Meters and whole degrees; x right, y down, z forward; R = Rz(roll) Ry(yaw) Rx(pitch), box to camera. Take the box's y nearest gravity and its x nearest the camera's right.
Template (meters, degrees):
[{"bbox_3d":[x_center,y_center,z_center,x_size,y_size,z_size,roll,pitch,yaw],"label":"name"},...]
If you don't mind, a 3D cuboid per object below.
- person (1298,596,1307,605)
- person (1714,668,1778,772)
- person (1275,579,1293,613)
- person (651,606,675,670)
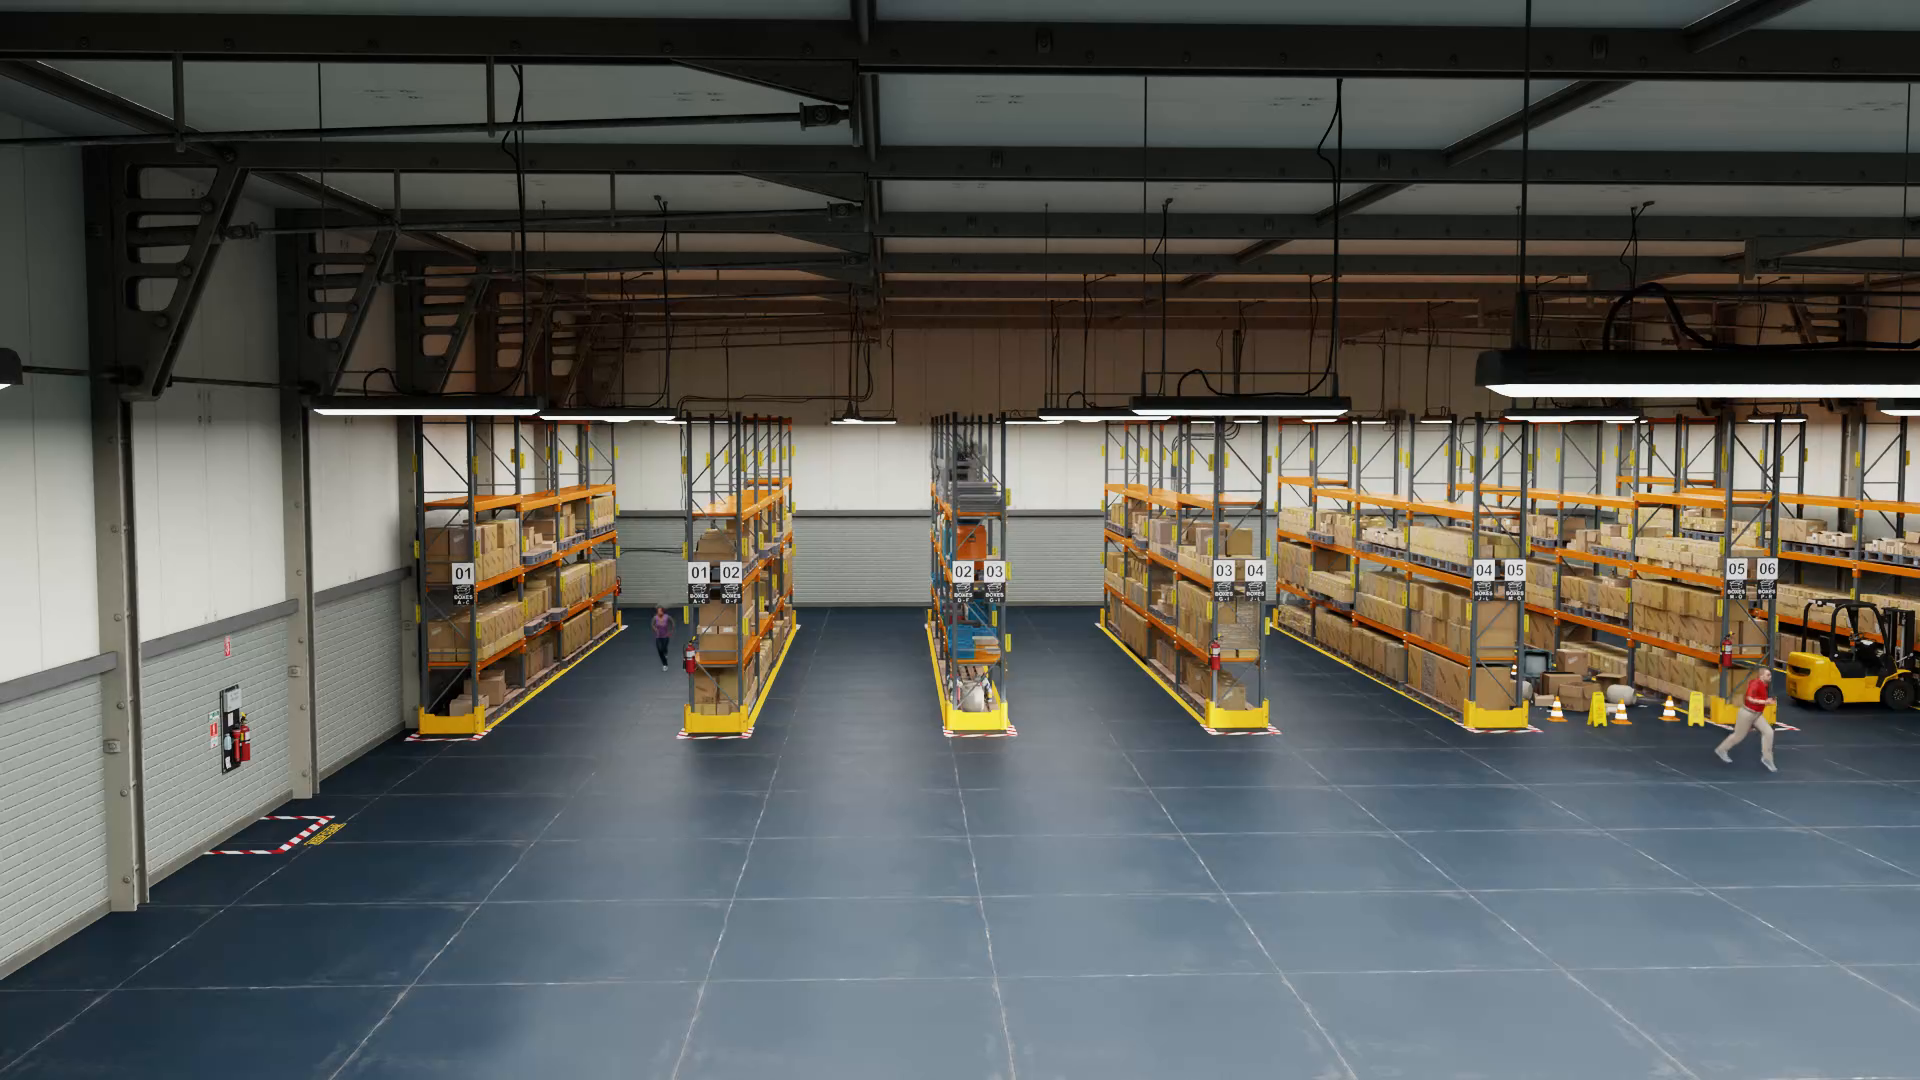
[{"bbox_3d":[10.134,1.515,48.831,0.854,1.759,0.718,3,5,35],"label":"person"},{"bbox_3d":[13.204,2.992,27.893,0.658,1.752,1.015,-3,5,-40],"label":"person"},{"bbox_3d":[9.653,1.467,49.191,0.967,1.770,0.698,-3,5,-35],"label":"person"},{"bbox_3d":[-6.981,2.309,39.011,0.517,1.531,0.640,0,4,1],"label":"person"}]
